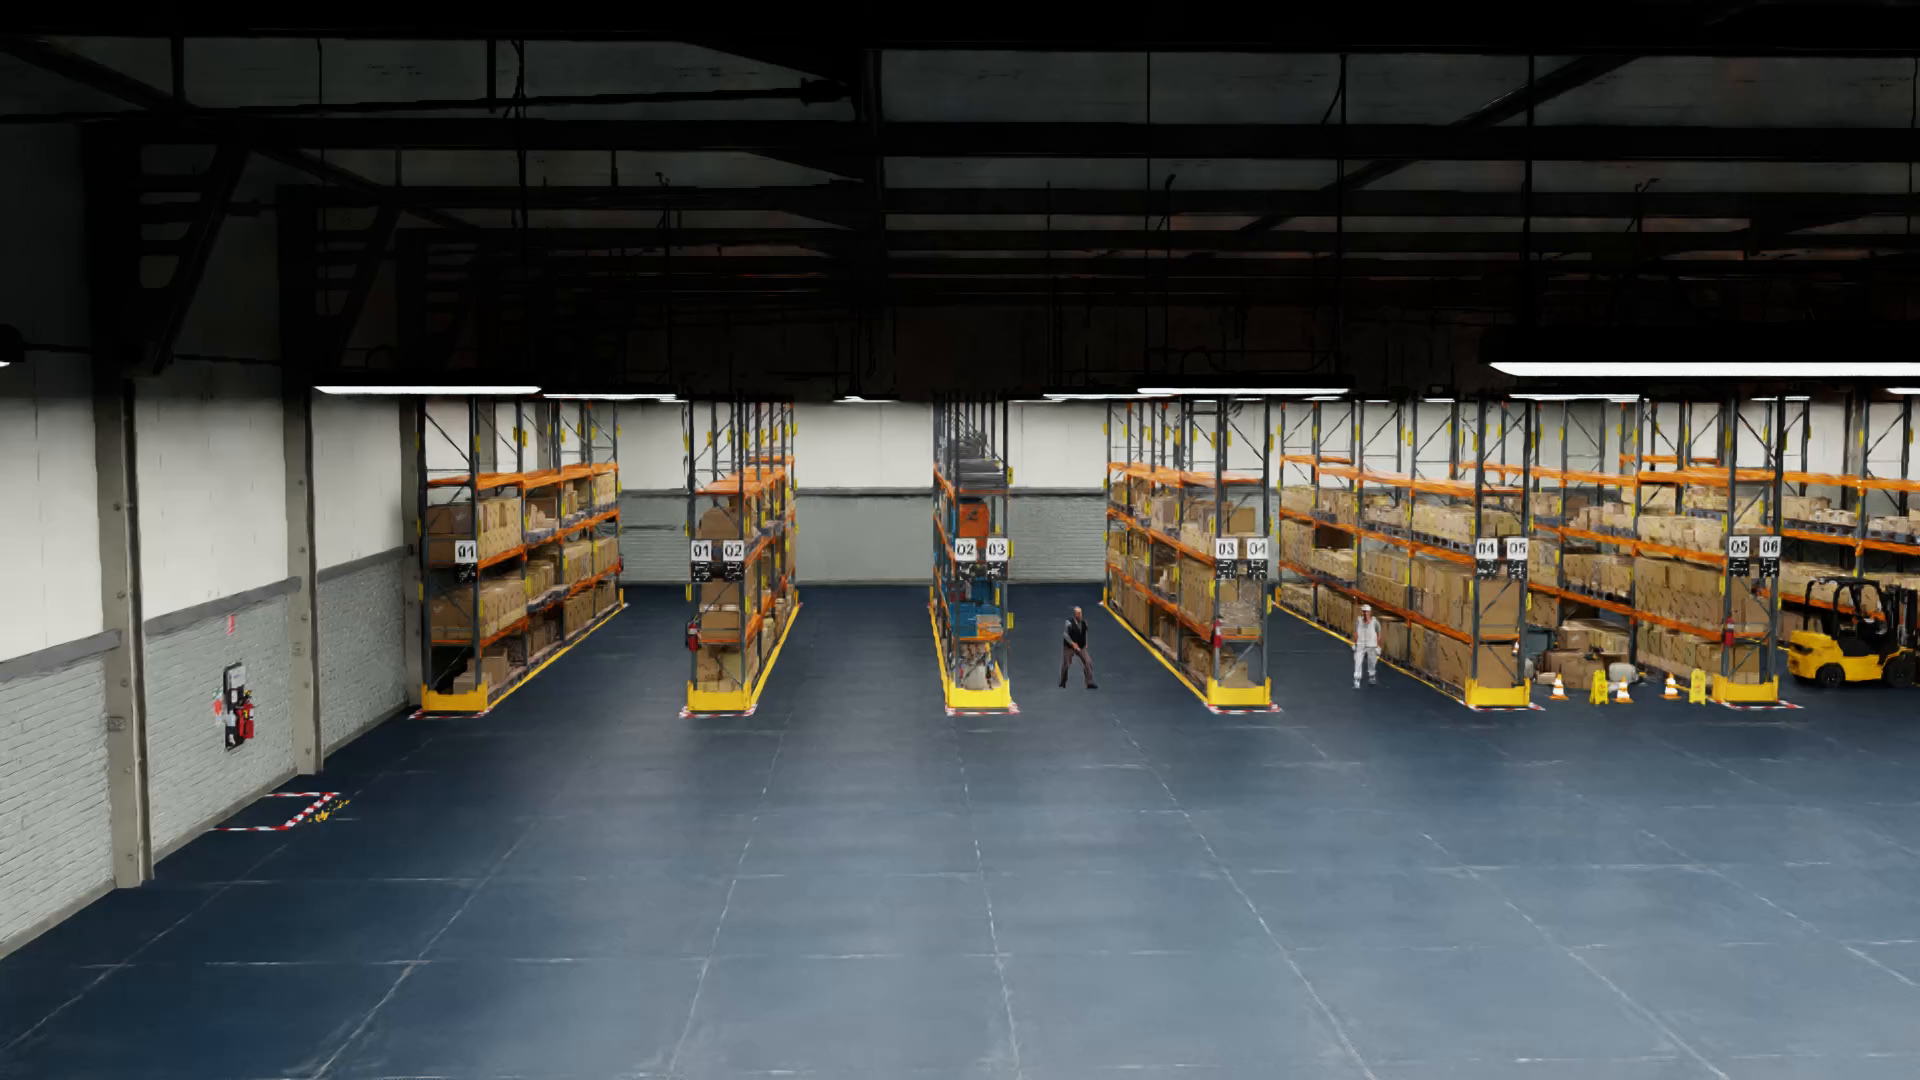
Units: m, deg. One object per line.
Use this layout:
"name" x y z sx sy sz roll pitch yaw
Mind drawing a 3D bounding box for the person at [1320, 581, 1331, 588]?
"person" 11.096 0.785 50.444 0.513 1.664 0.551 3 6 34

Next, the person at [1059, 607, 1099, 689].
"person" 2.330 2.160 33.442 0.675 1.663 0.795 -2 5 -22

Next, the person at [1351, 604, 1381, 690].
"person" 8.178 2.137 33.468 0.593 1.745 0.983 2 5 20
